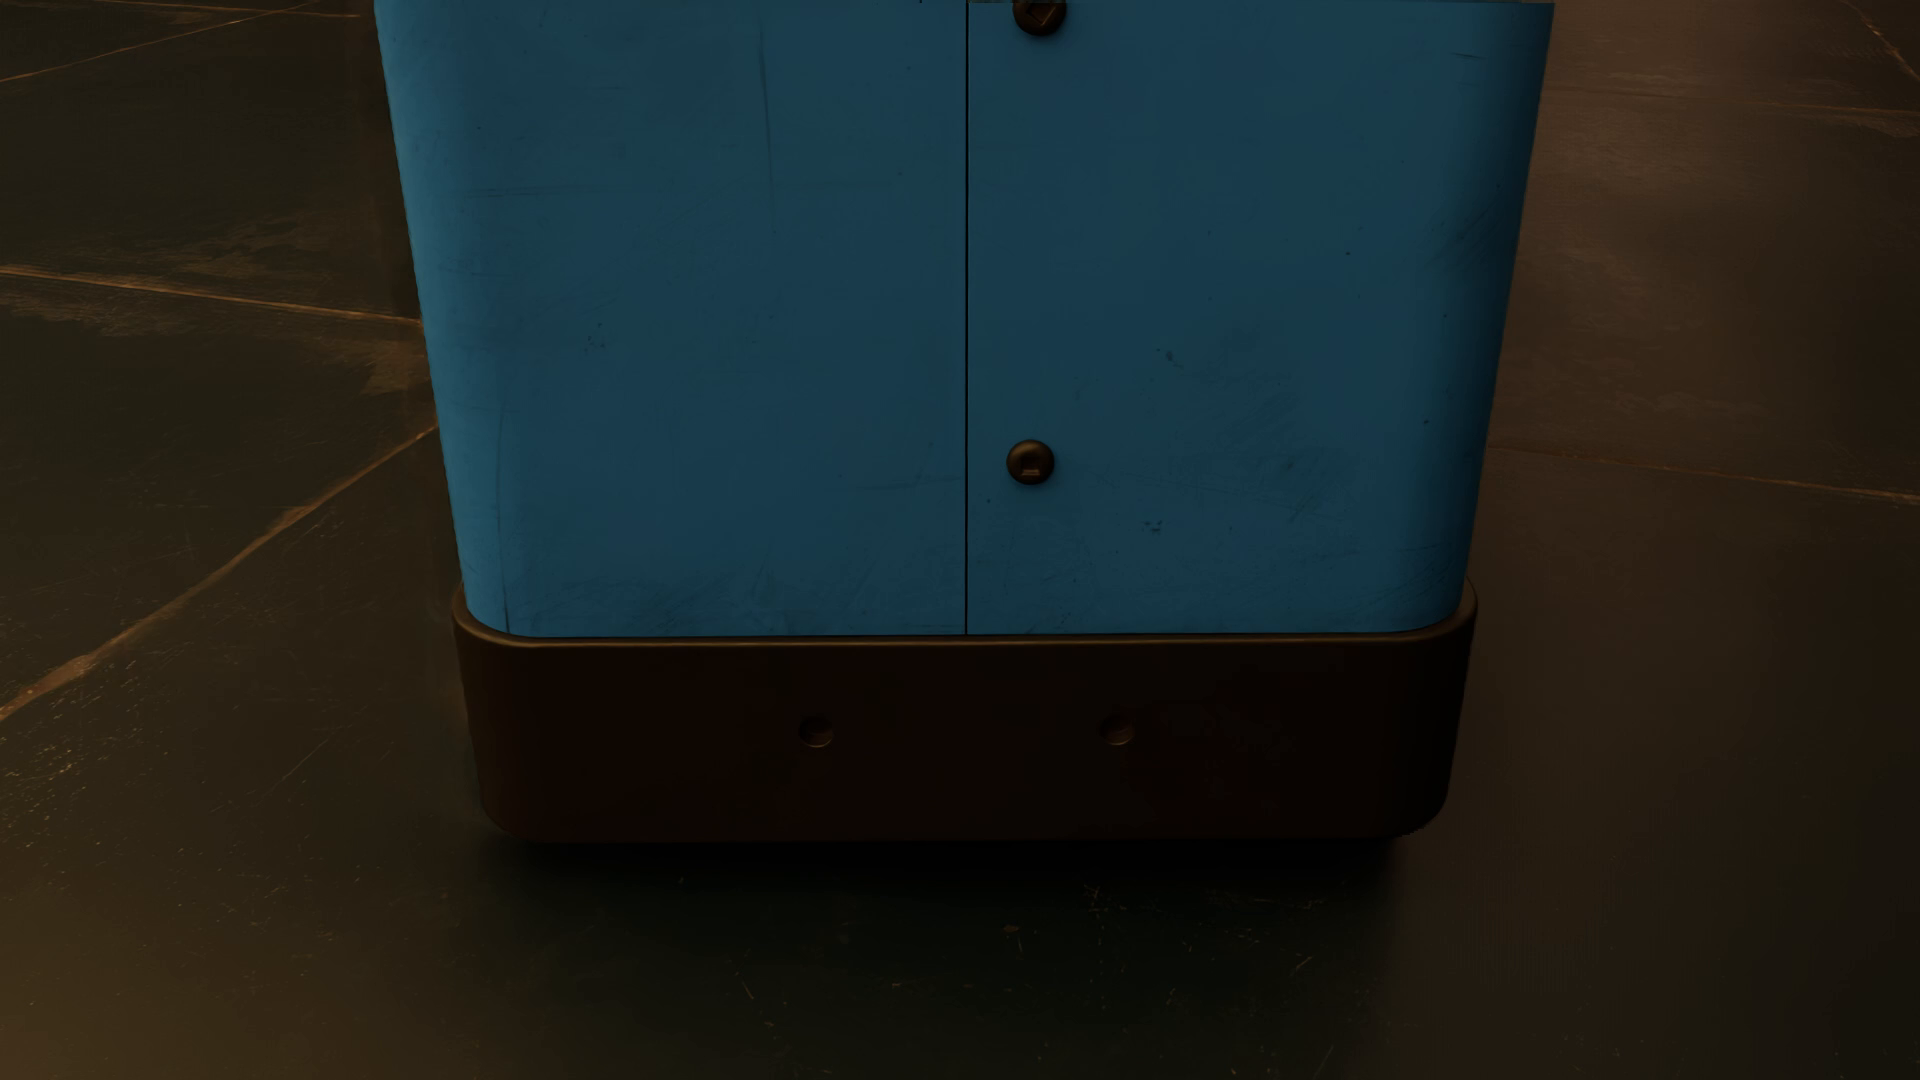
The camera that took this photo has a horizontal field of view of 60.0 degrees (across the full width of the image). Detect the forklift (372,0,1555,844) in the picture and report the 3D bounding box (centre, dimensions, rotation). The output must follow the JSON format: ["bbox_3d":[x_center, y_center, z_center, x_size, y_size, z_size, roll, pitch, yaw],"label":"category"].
[{"bbox_3d":[-0.012,-1.616,2.443,1.130,2.935,3.031,0,27,-1],"label":"forklift"}]
